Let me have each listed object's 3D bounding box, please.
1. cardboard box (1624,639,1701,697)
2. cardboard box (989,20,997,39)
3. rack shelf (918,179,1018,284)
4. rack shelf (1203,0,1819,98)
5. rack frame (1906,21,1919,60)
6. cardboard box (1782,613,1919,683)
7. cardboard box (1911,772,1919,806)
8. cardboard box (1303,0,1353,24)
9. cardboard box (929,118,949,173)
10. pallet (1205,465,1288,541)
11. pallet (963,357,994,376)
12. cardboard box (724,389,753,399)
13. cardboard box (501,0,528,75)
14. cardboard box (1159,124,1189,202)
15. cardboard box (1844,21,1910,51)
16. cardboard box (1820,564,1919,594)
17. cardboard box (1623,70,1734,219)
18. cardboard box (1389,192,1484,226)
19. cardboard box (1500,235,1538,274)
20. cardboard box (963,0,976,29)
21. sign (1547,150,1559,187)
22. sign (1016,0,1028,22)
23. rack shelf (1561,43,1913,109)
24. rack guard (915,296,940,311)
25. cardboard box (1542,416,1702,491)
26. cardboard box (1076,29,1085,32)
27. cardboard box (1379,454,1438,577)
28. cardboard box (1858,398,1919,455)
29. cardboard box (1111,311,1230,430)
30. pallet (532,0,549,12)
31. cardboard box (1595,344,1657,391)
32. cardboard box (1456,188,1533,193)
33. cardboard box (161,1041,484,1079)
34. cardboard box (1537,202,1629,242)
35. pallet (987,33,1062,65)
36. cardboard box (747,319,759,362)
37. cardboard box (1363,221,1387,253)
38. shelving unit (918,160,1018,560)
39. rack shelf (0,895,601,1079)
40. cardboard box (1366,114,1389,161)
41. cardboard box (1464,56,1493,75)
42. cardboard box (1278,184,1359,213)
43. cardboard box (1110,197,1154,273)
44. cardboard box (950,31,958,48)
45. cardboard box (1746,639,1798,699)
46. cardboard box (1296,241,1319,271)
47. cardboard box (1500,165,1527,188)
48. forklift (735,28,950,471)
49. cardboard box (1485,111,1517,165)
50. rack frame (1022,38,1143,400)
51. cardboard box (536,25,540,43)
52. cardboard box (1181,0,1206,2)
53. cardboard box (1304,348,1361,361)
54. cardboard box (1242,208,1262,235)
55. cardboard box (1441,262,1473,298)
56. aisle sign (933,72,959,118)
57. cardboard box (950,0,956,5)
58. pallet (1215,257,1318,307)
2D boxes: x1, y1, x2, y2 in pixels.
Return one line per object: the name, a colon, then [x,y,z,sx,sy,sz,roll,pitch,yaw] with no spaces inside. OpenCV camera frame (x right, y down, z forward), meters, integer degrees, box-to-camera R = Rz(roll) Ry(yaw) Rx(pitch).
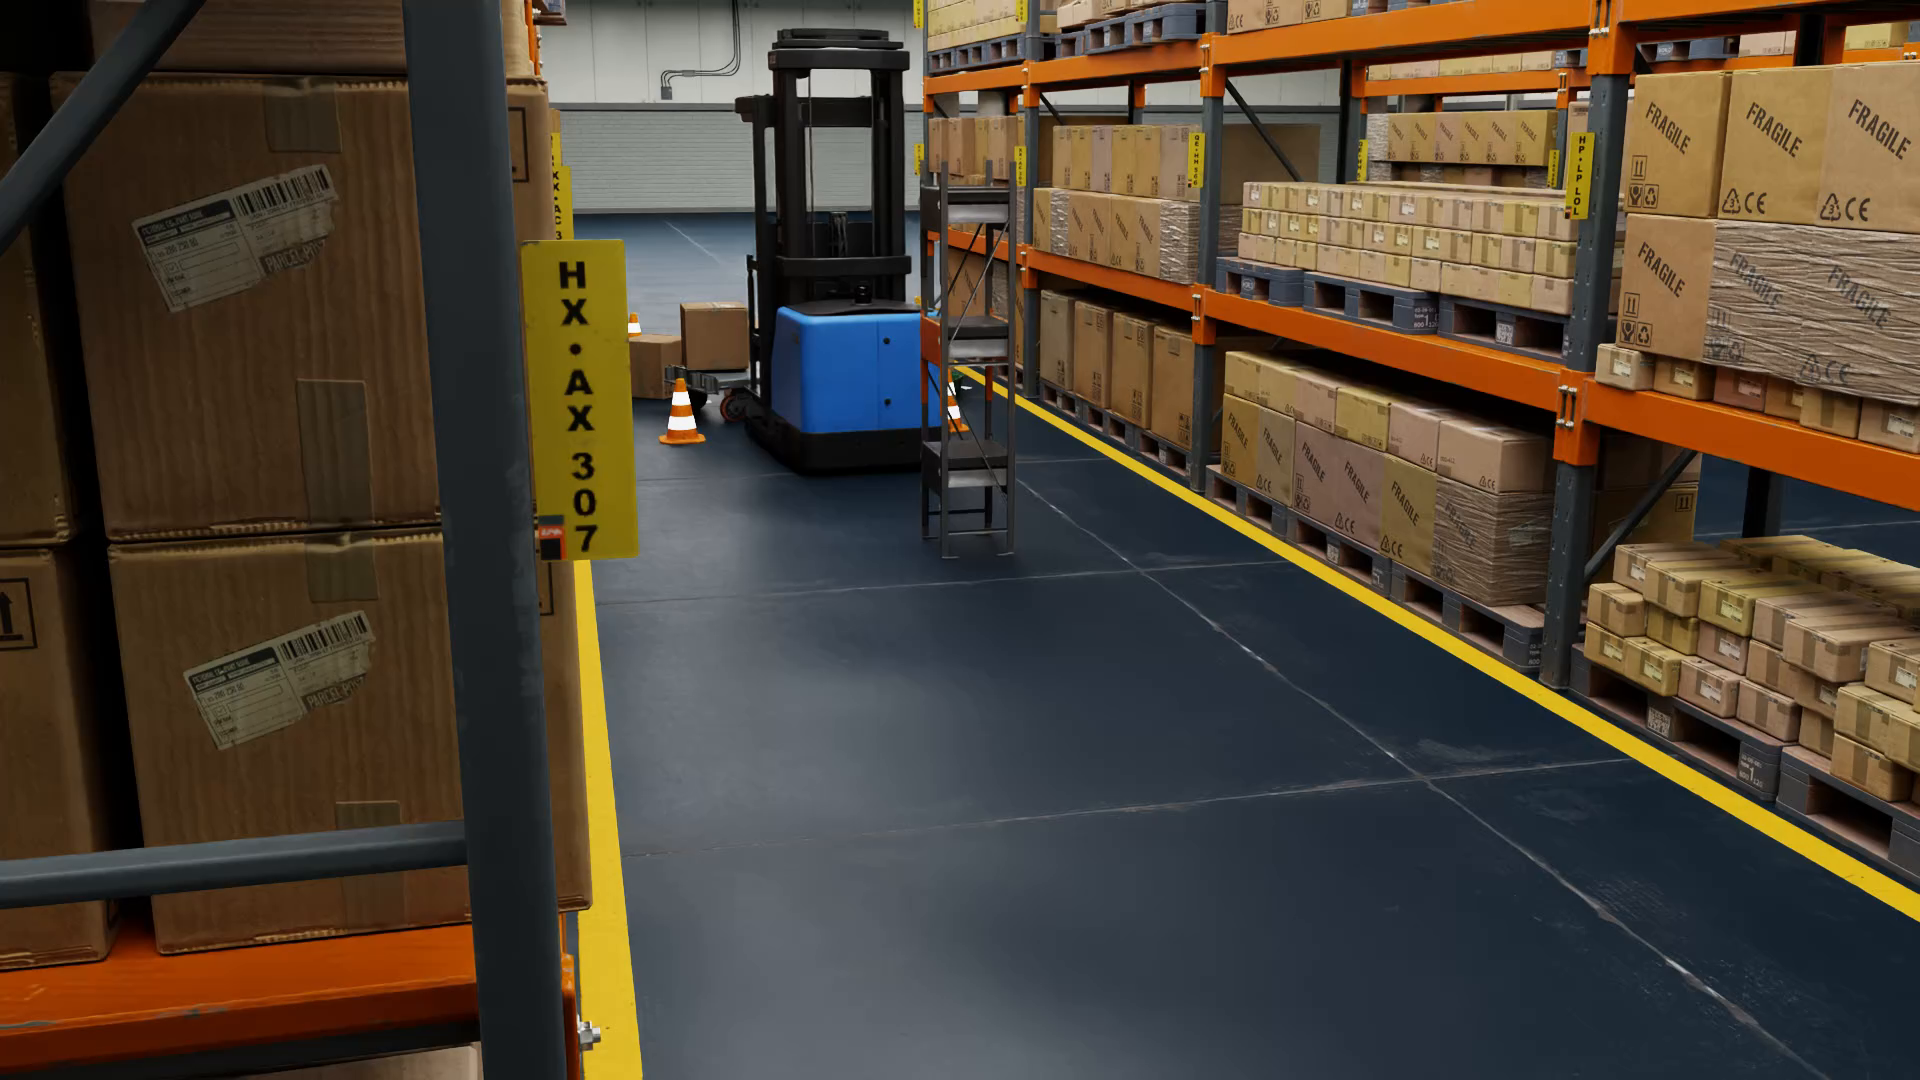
cardboard box: [2.761,0.473,6.294,0.380,0.149,0.250,-3,14,-12]
cardboard box: [0.468,-4.548,14.834,0.380,0.149,0.250,-3,14,-13]
rack shelf: [0.039,-1.649,8.859,0.431,0.518,0.480,-3,14,-13]
rack shelf: [2.455,-2.441,8.292,1.077,0.370,4.000,-3,14,-13]
rack frame: [6.830,-2.047,11.487,1.000,3.000,0.127,-3,14,-13]
cardboard box: [2.983,0.356,5.518,0.380,0.149,0.250,-3,14,-12]
cardboard box: [3.178,0.765,5.099,0.380,0.149,0.250,-3,14,-12]
cardboard box: [2.108,-2.923,8.542,0.500,0.500,0.500,-3,14,-13]
cardboard box: [0.156,-4.150,17.500,0.875,0.550,0.550,-3,14,-13]
pallet: [2.168,-0.259,10.044,1.003,0.211,1.213,-3,14,-13]
pallet: [0.653,-1.824,16.449,1.003,0.211,1.213,-3,14,-13]
cardboard box: [-1.847,-1.397,14.587,0.396,0.266,0.258,10,17,35]
cardboard box: [-0.818,-0.719,2.366,0.380,0.149,0.250,-3,14,-11]
cardboard box: [1.770,-2.549,11.224,0.700,0.500,0.500,-3,14,-14]
cardboard box: [6.480,-3.528,11.542,0.500,0.250,0.500,-3,14,-13]
cardboard box: [3.425,0.202,6.150,0.380,0.149,0.250,-3,14,-14]
cardboard box: [2.794,-1.433,6.027,0.500,0.500,0.500,-3,14,-12]
cardboard box: [2.336,-1.625,8.149,0.380,0.149,0.250,-4,14,-16]
cardboard box: [2.576,-1.240,7.198,0.380,0.149,0.250,-3,14,-13]
cardboard box: [0.327,-4.946,15.627,0.500,0.250,0.500,-3,14,-13]
sign: [5.365,-3.359,15.031,0.100,0.325,0.005,-3,14,-13]
sign: [0.507,-4.433,13.673,0.100,0.325,0.005,-3,14,-13]
rack shelf: [6.361,-3.617,13.105,1.077,0.370,4.000,-3,14,-13]
rack guard: [0.101,-2.431,18.325,1.175,0.500,0.348,-3,14,-13]
cardboard box: [3.008,-0.411,7.590,0.500,0.250,0.500,-4,14,-16]
cardboard box: [1.228,-4.467,14.506,0.380,0.149,0.250,-3,14,-13]
cardboard box: [2.386,-0.136,8.047,0.500,0.500,0.500,-4,14,-15]
cardboard box: [3.030,-0.365,5.129,0.380,0.149,0.250,-3,14,-11]
cardboard box: [1.721,-1.252,12.089,1.050,0.750,0.750,-3,14,-12]
pallet: [-2.334,-2.457,7.242,1.003,0.211,1.213,-3,14,-11]
cardboard box: [2.673,-0.666,6.362,0.380,0.149,0.250,-3,14,-11]
cardboard box: [2.848,-1.779,8.781,0.380,0.149,0.250,-3,14,-10]
cardboard box: [-1.399,1.034,3.389,0.875,0.438,0.875,-3,14,-12]
cardboard box: [2.641,-1.324,6.918,0.380,0.149,0.250,-3,14,-11]
pallet: [0.864,-4.320,14.658,1.003,0.211,1.213,-3,14,-13]
cardboard box: [-1.580,-1.715,15.099,0.797,0.637,0.503,-3,14,-13]
cardboard box: [2.275,-1.539,8.424,0.380,0.149,0.250,-3,14,-11]
shelving unit: [0.039,-0.982,9.022,0.431,2.100,0.503,-3,14,-13]
rack shelf: [-1.393,0.239,3.646,1.077,0.370,4.000,-3,14,-13]
cardboard box: [4.816,-4.430,18.294,0.500,0.500,0.500,-3,14,-13]
cardboard box: [5.293,-4.683,16.273,0.500,0.250,0.500,-3,14,-14]
cardboard box: [2.025,-1.929,9.394,0.380,0.149,0.250,-3,14,-13]
cardboard box: [1.386,-2.162,11.747,0.500,0.500,0.500,-4,14,-14]
cardboard box: [0.113,-4.898,16.267,0.380,0.149,0.250,-3,14,-13]
cardboard box: [2.999,0.436,5.816,0.380,0.149,0.250,-4,14,-16]
cardboard box: [2.086,-1.576,9.200,0.380,0.149,0.250,-3,14,-11]
cardboard box: [5.762,-3.388,16.136,0.875,0.500,0.500,-3,14,-13]
forklift: [-1.009,-2.198,12.247,1.130,2.935,3.031,-4,14,-18]
cardboard box: [5.399,-3.853,15.933,0.500,0.500,0.500,-3,14,-13]
rack frame: [1.046,-2.717,14.228,1.000,3.000,0.127,-3,14,-13]
cardboard box: [-3.579,-4.063,13.108,0.500,0.250,0.500,-4,14,-14]
cardboard box: [1.631,-3.516,10.577,0.380,0.166,0.250,-3,14,-13]
cardboard box: [2.401,-1.005,10.023,0.500,0.250,0.500,-4,14,-15]
cardboard box: [1.904,-1.898,9.894,0.380,0.149,0.250,-3,14,-11]
cardboard box: [2.462,-1.209,7.702,0.380,0.149,0.250,-4,14,-16]
aisle sign: [-0.202,-4.902,17.695,0.394,0.787,0.004,-3,14,-13]
cardboard box: [0.114,-5.286,16.175,0.380,0.149,0.250,-4,14,-14]
pallet: [2.256,-1.543,9.825,1.213,0.211,1.003,-3,14,-13]
